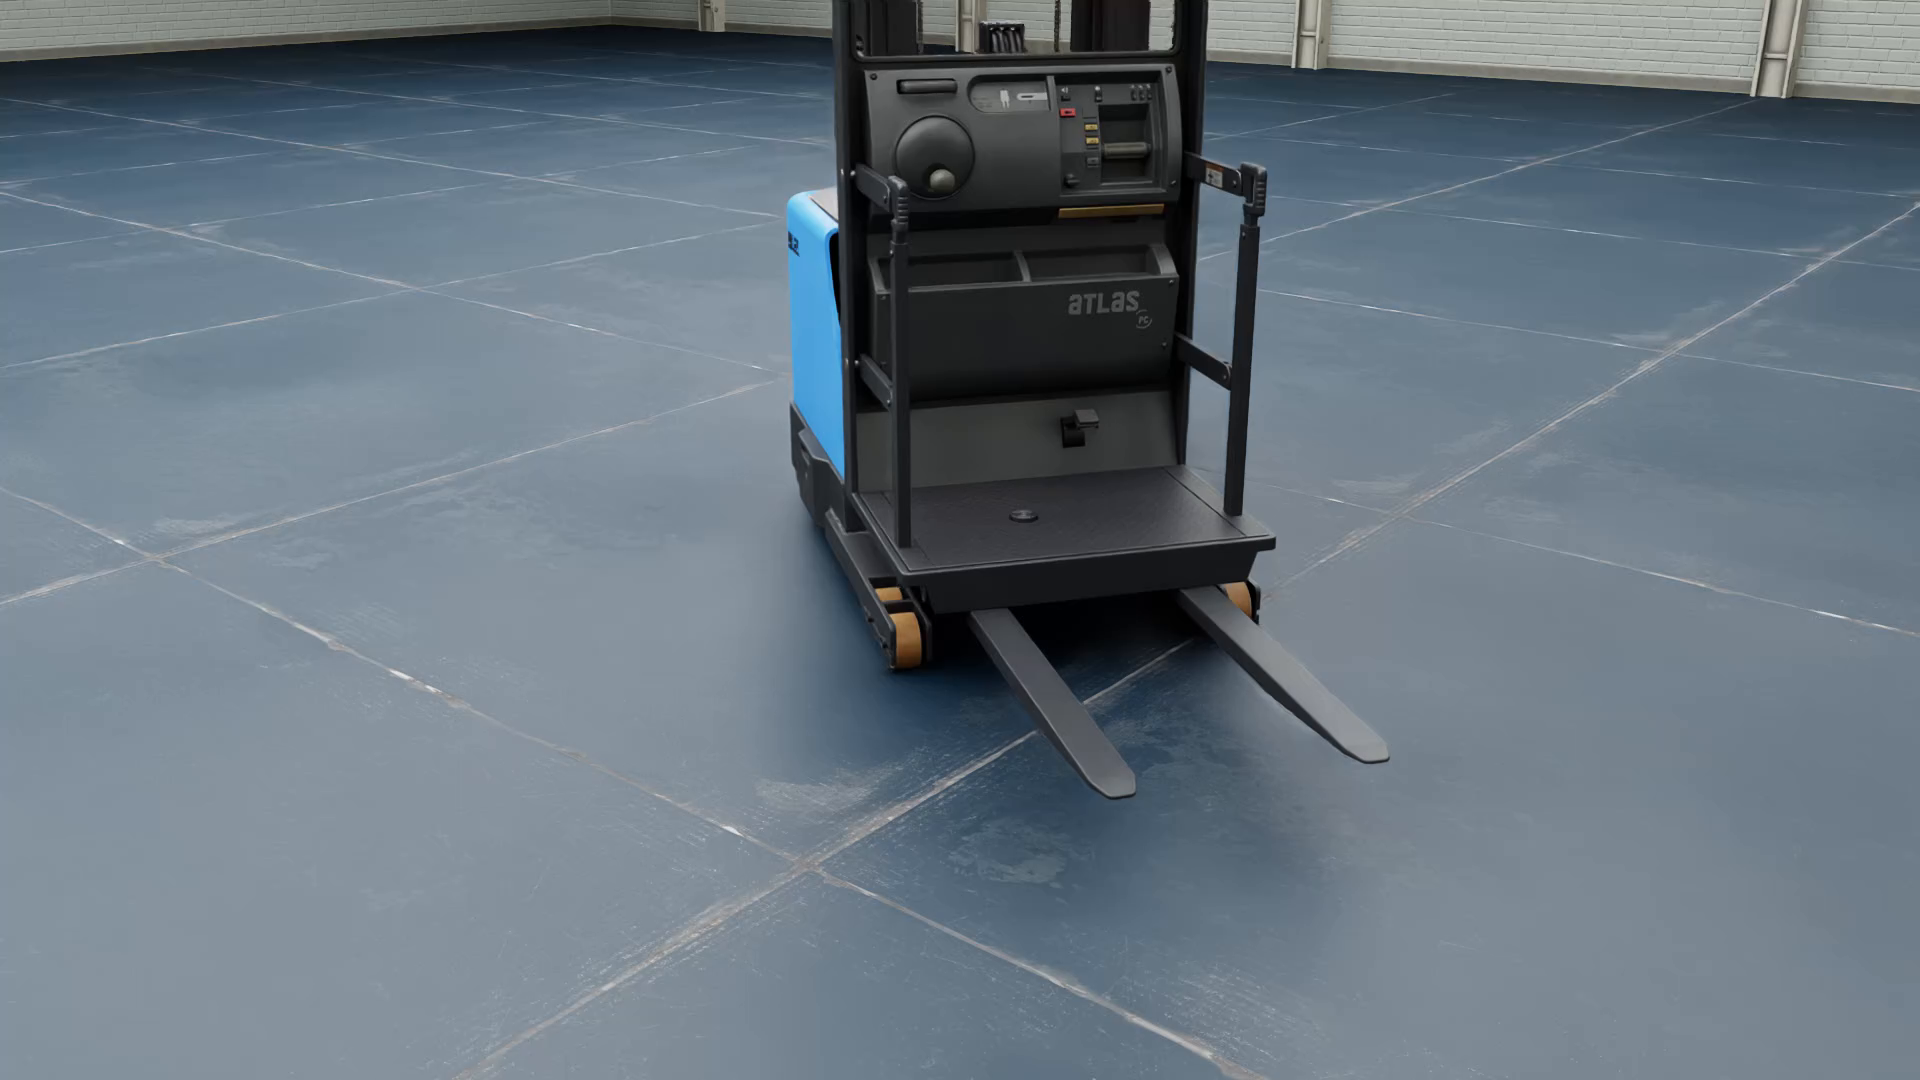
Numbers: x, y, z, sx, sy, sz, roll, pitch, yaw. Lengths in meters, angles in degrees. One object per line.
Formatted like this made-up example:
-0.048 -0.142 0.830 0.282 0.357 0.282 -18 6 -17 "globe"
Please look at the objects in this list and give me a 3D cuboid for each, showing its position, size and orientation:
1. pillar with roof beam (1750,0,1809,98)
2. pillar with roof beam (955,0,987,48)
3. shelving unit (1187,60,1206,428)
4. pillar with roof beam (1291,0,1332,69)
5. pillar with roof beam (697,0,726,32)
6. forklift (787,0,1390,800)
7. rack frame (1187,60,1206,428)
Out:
6.748 -8.215 14.700 0.400 9.000 9.100 16 26 36 "pillar with roof beam"
-2.549 -10.893 21.800 0.400 9.000 9.100 16 26 36 "pillar with roof beam"
0.509 -1.105 6.473 0.755 1.500 0.431 7 22 17 "shelving unit"
2.100 -9.554 18.250 0.400 9.000 9.100 16 26 36 "pillar with roof beam"
-7.197 -12.231 25.350 0.400 9.000 9.100 16 26 36 "pillar with roof beam"
0.248 -1.156 4.579 1.130 2.935 3.031 -5 21 -14 "forklift"
0.857 -1.064 6.365 0.023 1.500 0.400 7 22 17 "rack frame"
